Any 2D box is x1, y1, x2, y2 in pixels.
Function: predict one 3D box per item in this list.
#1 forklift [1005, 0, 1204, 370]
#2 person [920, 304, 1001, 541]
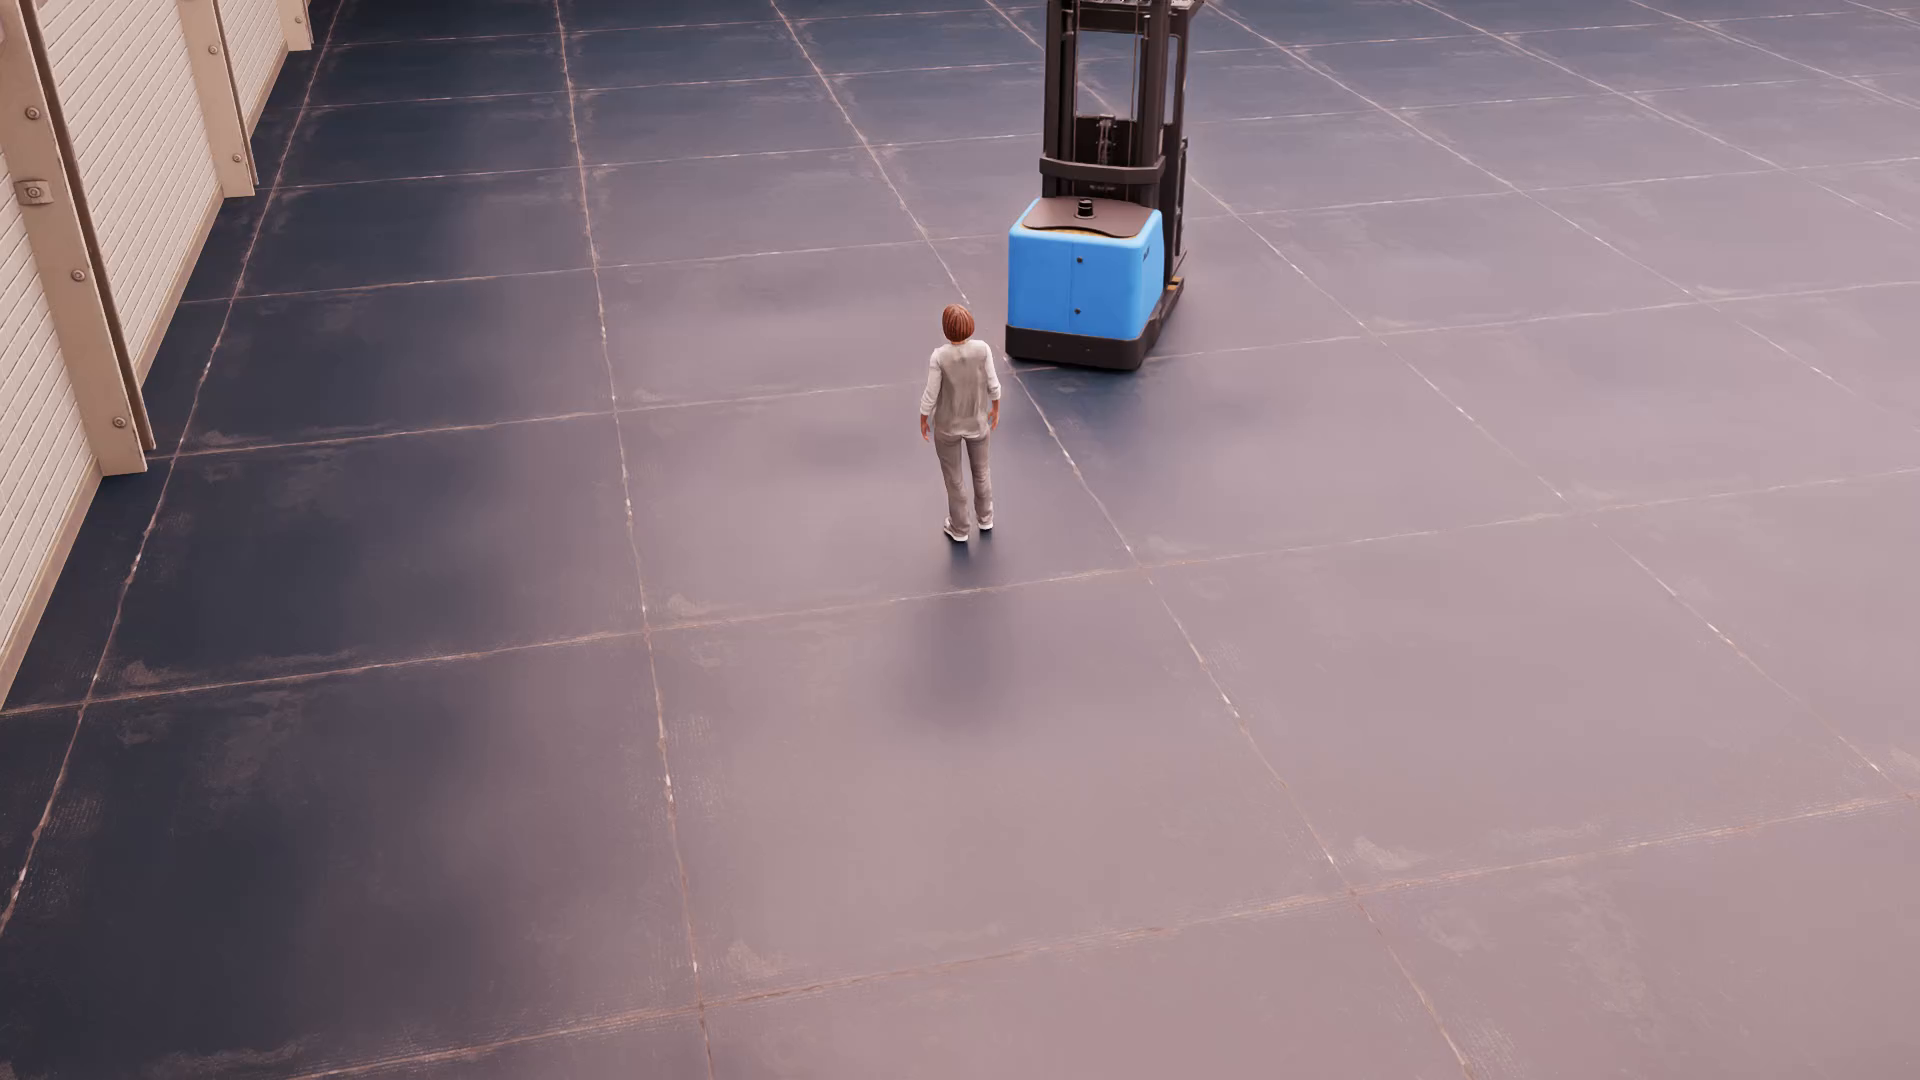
[{"bbox_3d":[1.266,-3.282,13.243,1.130,2.935,3.031,9,31,15],"label":"forklift"},{"bbox_3d":[-0.004,-0.736,10.162,0.520,1.599,0.472,-7,31,-12],"label":"person"}]
